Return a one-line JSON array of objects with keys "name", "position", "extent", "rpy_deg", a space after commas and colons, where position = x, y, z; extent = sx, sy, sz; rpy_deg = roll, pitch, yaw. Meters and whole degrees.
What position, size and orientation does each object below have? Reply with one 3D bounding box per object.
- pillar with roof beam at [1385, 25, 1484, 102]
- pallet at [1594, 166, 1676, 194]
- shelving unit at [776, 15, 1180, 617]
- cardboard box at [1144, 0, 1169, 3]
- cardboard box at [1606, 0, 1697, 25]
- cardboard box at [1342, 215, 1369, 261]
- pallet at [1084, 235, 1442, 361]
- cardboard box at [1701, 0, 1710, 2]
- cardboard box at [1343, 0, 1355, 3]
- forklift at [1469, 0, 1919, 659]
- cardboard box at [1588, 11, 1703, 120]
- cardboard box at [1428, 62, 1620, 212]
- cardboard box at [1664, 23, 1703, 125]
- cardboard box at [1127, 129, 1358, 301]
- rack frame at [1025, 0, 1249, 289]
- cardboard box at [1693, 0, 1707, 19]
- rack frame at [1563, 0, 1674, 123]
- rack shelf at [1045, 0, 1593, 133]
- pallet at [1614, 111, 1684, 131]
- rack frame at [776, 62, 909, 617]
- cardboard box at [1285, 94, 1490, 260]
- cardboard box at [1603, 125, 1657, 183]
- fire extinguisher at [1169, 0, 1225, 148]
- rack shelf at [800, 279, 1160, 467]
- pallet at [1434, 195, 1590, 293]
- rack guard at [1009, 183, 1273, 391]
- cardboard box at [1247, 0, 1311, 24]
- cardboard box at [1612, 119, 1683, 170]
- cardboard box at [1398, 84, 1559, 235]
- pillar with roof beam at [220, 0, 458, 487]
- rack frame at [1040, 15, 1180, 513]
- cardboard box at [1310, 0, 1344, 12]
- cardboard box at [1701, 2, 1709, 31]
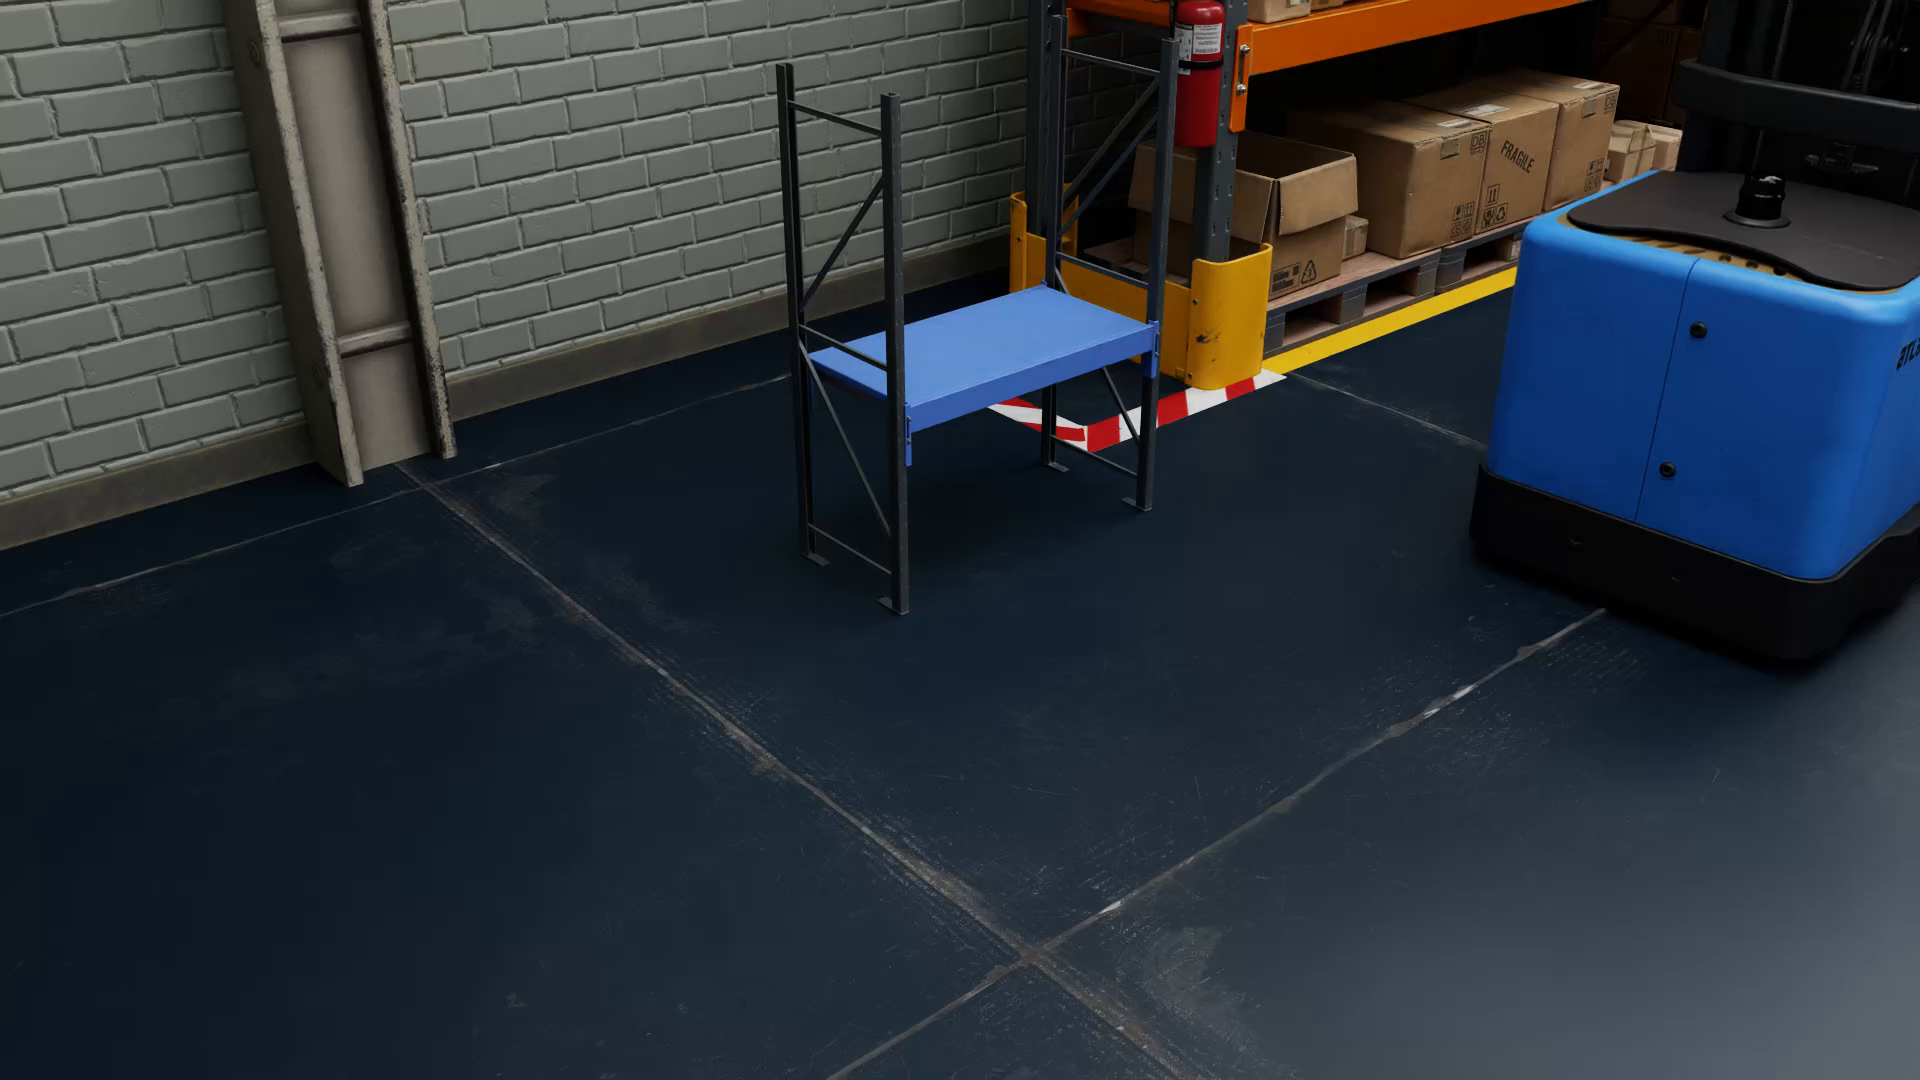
[{"name": "pillar with roof beam", "position": [5.356, -4.552, 4.220], "extent": [0.400, 9.000, 9.100], "rpy_deg": [-22, 35, -35]}, {"name": "pallet", "position": [3.154, -1.900, 8.581], "extent": [1.213, 0.211, 1.003], "rpy_deg": [-22, 35, -35]}, {"name": "shelving unit", "position": [0.065, -0.688, 4.945], "extent": [1.048, 1.500, 0.538], "rpy_deg": [-22, 35, -35]}, {"name": "cardboard box", "position": [0.712, -2.203, 6.456], "extent": [0.250, 0.149, 0.380], "rpy_deg": [-22, 35, -35]}, {"name": "cardboard box", "position": [3.770, -2.924, 9.058], "extent": [0.250, 0.149, 0.380], "rpy_deg": [-24, 36, -37]}, {"name": "cardboard box", "position": [1.509, -1.313, 7.103], "extent": [0.250, 0.149, 0.380], "rpy_deg": [-24, 36, -37]}, {"name": "pallet", "position": [1.298, -1.153, 7.185], "extent": [1.213, 0.211, 1.003], "rpy_deg": [-22, 35, -35]}, {"name": "cardboard box", "position": [4.083, -2.876, 8.651], "extent": [0.250, 0.149, 0.380], "rpy_deg": [-23, 35, -36]}, {"name": "cardboard box", "position": [1.403, -2.195, 6.441], "extent": [0.250, 0.149, 0.380], "rpy_deg": [-22, 35, -36]}, {"name": "forklift", "position": [2.973, -1.560, 5.060], "extent": [3.031, 2.935, 1.130], "rpy_deg": [-25, 37, -38]}, {"name": "cardboard box", "position": [3.858, -2.679, 9.286], "extent": [0.500, 0.500, 0.500], "rpy_deg": [-22, 35, -35]}, {"name": "cardboard box", "position": [2.626, -1.917, 7.861], "extent": [0.500, 0.500, 0.700], "rpy_deg": [-23, 36, -37]}, {"name": "cardboard box", "position": [4.191, -2.490, 8.933], "extent": [0.500, 0.500, 0.500], "rpy_deg": [-20, 34, -33]}, {"name": "cardboard box", "position": [1.161, -1.353, 6.803], "extent": [0.637, 0.503, 0.797], "rpy_deg": [-24, 36, -37]}, {"name": "rack frame", "position": [0.634, -2.116, 6.027], "extent": [0.127, 3.000, 1.000], "rpy_deg": [-22, 35, -35]}, {"name": "cardboard box", "position": [3.966, -3.007, 9.212], "extent": [0.250, 0.149, 0.380], "rpy_deg": [-22, 35, -35]}, {"name": "rack frame", "position": [3.677, -3.340, 8.317], "extent": [0.127, 3.000, 1.000], "rpy_deg": [-22, 35, -35]}, {"name": "rack shelf", "position": [2.155, -2.410, 7.341], "extent": [4.000, 0.370, 1.077], "rpy_deg": [-22, 35, -35]}, {"name": "pallet", "position": [4.271, -2.372, 9.465], "extent": [1.213, 0.211, 1.003], "rpy_deg": [-22, 35, -35]}, {"name": "rack frame", "position": [-0.322, -0.532, 4.654], "extent": [0.032, 1.500, 0.500], "rpy_deg": [-22, 35, -35]}, {"name": "cardboard box", "position": [1.836, -1.599, 7.267], "extent": [0.500, 0.500, 0.700], "rpy_deg": [-20, 34, -33]}, {"name": "cardboard box", "position": [3.172, -1.934, 8.142], "extent": [0.258, 0.266, 0.396], "rpy_deg": [-20, 34, -33]}, {"name": "fire extinguisher", "position": [0.822, -1.707, 5.739], "extent": [0.183, 0.674, 0.296], "rpy_deg": [-22, 35, -35]}, {"name": "rack shelf", "position": [0.065, -0.529, 5.030], "extent": [1.000, 0.185, 0.538], "rpy_deg": [-22, 35, -35]}, {"name": "pallet", "position": [2.225, -1.525, 7.879], "extent": [1.213, 0.211, 1.003], "rpy_deg": [-22, 35, -35]}, {"name": "rack guard", "position": [0.692, -1.037, 6.659], "extent": [0.348, 0.500, 1.175], "rpy_deg": [-22, 35, -35]}, {"name": "cardboard box", "position": [1.062, -2.007, 6.090], "extent": [0.250, 0.149, 0.380], "rpy_deg": [-22, 35, -35]}, {"name": "cardboard box", "position": [3.444, -1.992, 8.374], "extent": [0.250, 0.149, 0.380], "rpy_deg": [-23, 36, -36]}, {"name": "cardboard box", "position": [2.303, -1.725, 7.502], "extent": [0.500, 0.500, 0.500], "rpy_deg": [-21, 35, -34]}, {"name": "pillar with roof beam", "position": [0.792, -2.717, 0.786], "extent": [0.400, 9.000, 9.100], "rpy_deg": [-22, 35, -35]}, {"name": "rack frame", "position": [0.452, -0.843, 5.236], "extent": [0.032, 1.500, 0.500], "rpy_deg": [-22, 35, -35]}, {"name": "cardboard box", "position": [1.225, -2.102, 6.267], "extent": [0.250, 0.149, 0.380], "rpy_deg": [-21, 35, -34]}, {"name": "cardboard box", "position": [4.122, -2.723, 8.681], "extent": [0.250, 0.149, 0.380], "rpy_deg": [-20, 34, -33]}]
